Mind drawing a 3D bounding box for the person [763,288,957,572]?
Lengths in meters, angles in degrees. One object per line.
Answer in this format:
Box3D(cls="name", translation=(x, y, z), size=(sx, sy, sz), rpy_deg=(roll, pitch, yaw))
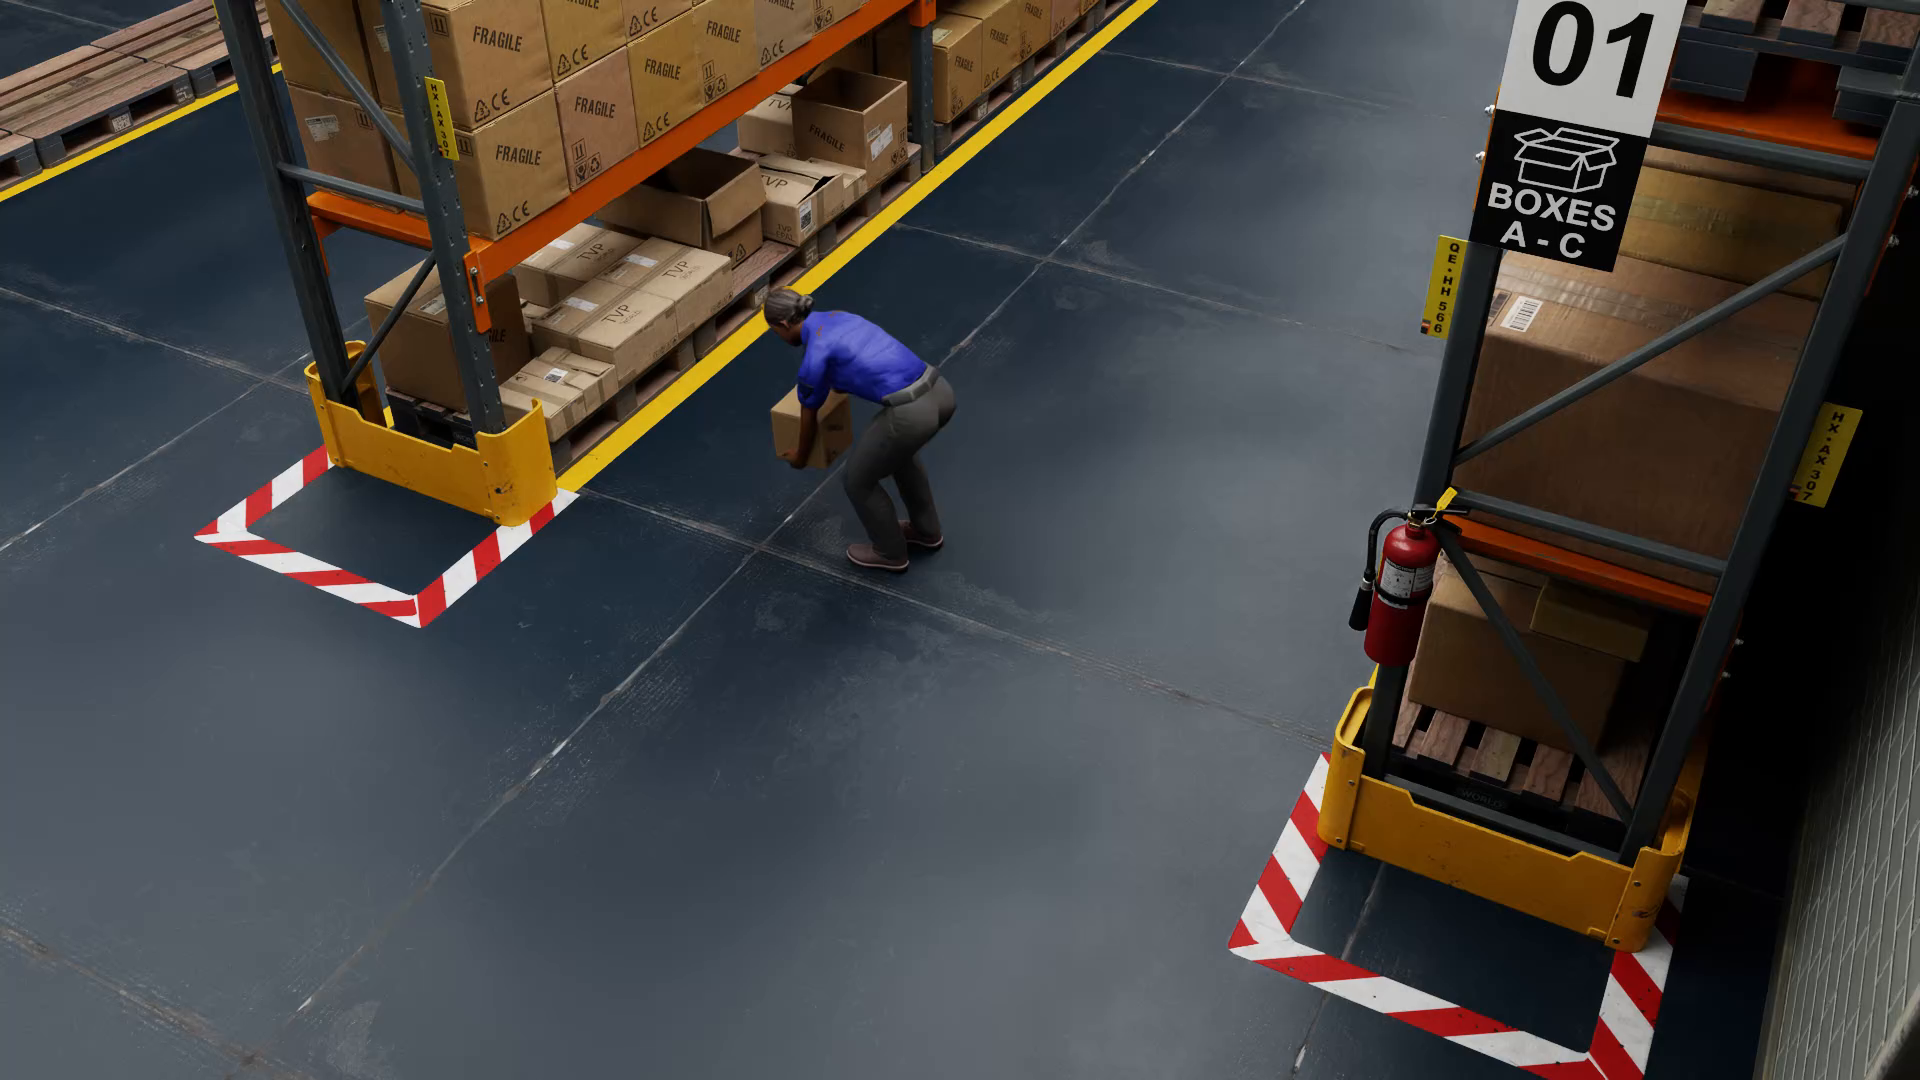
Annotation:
Box3D(cls="person", translation=(-0.430, -0.468, 7.111), size=(0.825, 1.220, 0.424), rpy_deg=(16, 41, 20))
